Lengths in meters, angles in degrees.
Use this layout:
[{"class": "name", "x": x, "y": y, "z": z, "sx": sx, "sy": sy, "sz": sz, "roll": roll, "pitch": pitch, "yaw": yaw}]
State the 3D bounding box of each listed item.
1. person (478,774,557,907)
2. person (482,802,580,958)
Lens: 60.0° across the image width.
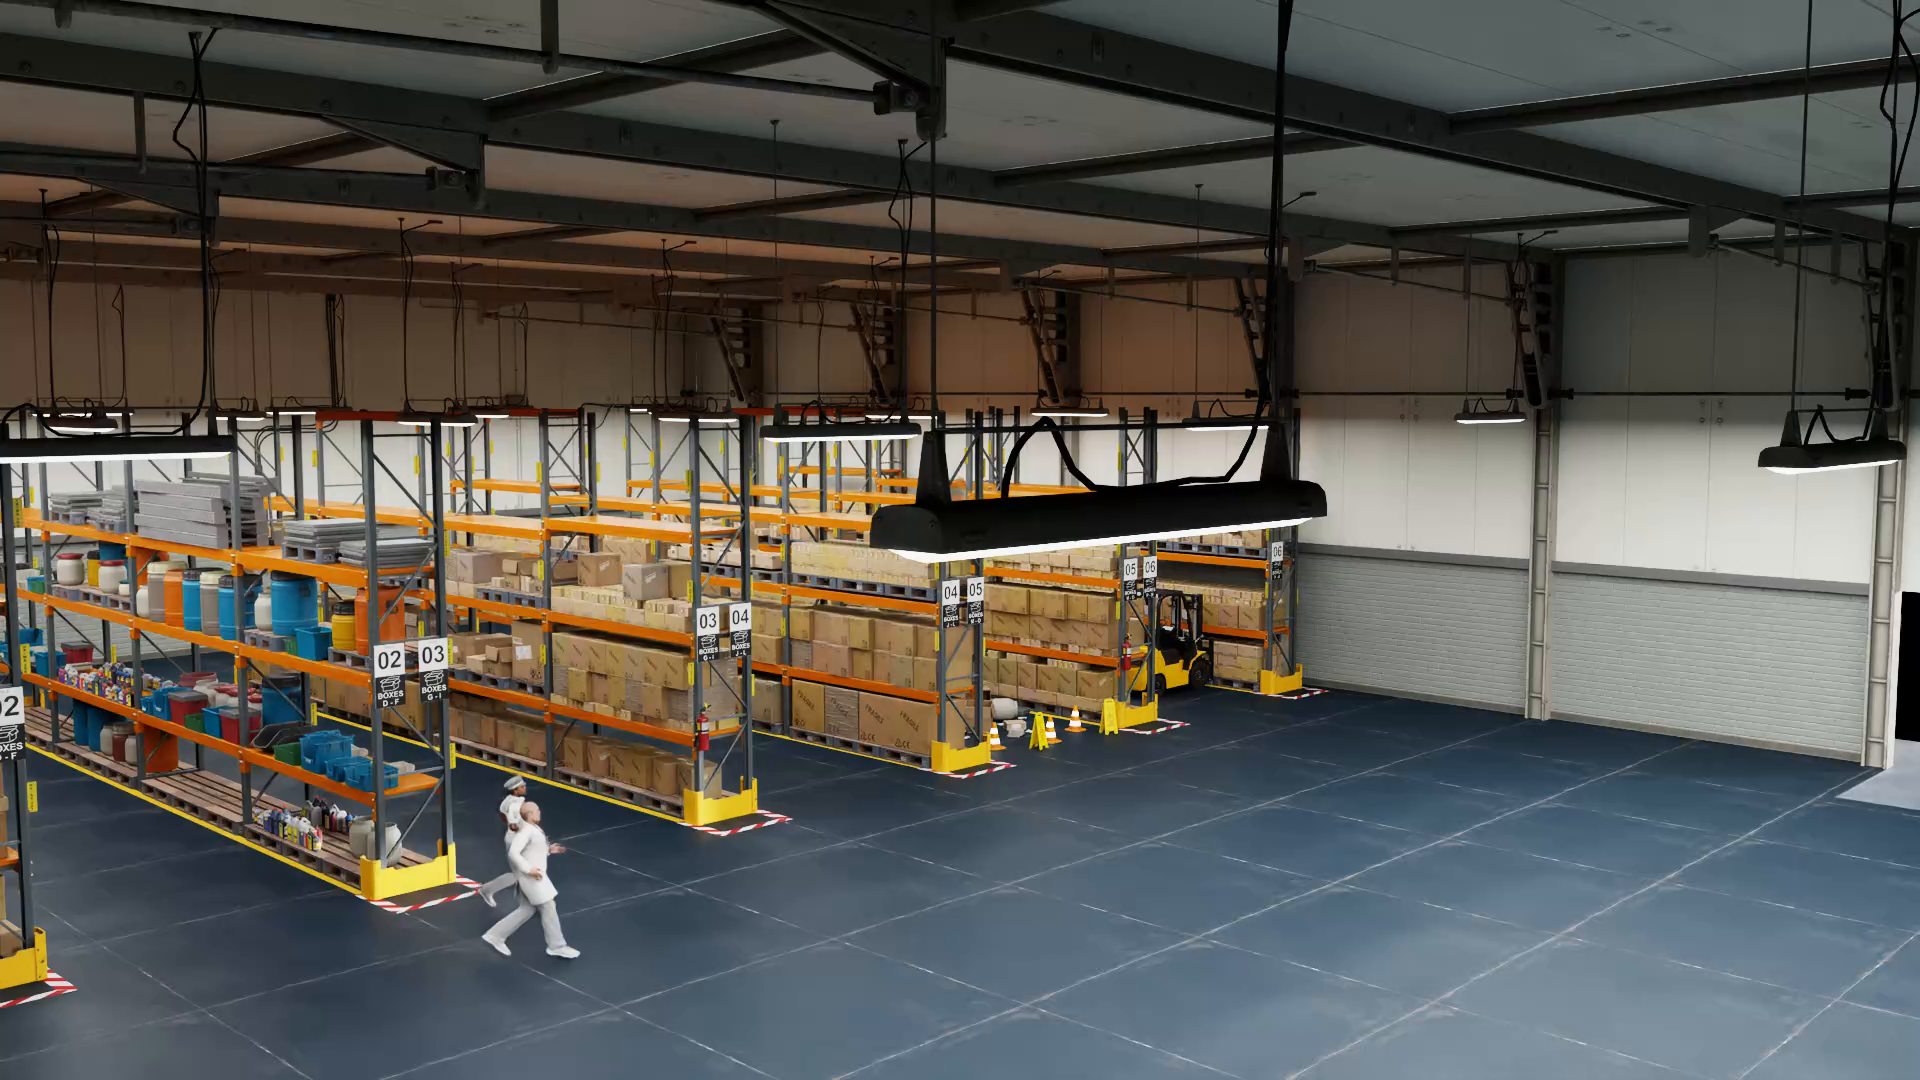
[{"class": "person", "x": -5.394, "y": 3.685, "z": 20.234, "sx": 0.922, "sy": 1.684, "sz": 0.588, "roll": -1, "pitch": 5, "yaw": -13}, {"class": "person", "x": -4.781, "y": 3.797, "z": 18.488, "sx": 1.049, "sy": 1.796, "sz": 0.707, "roll": -2, "pitch": 5, "yaw": -22}]
